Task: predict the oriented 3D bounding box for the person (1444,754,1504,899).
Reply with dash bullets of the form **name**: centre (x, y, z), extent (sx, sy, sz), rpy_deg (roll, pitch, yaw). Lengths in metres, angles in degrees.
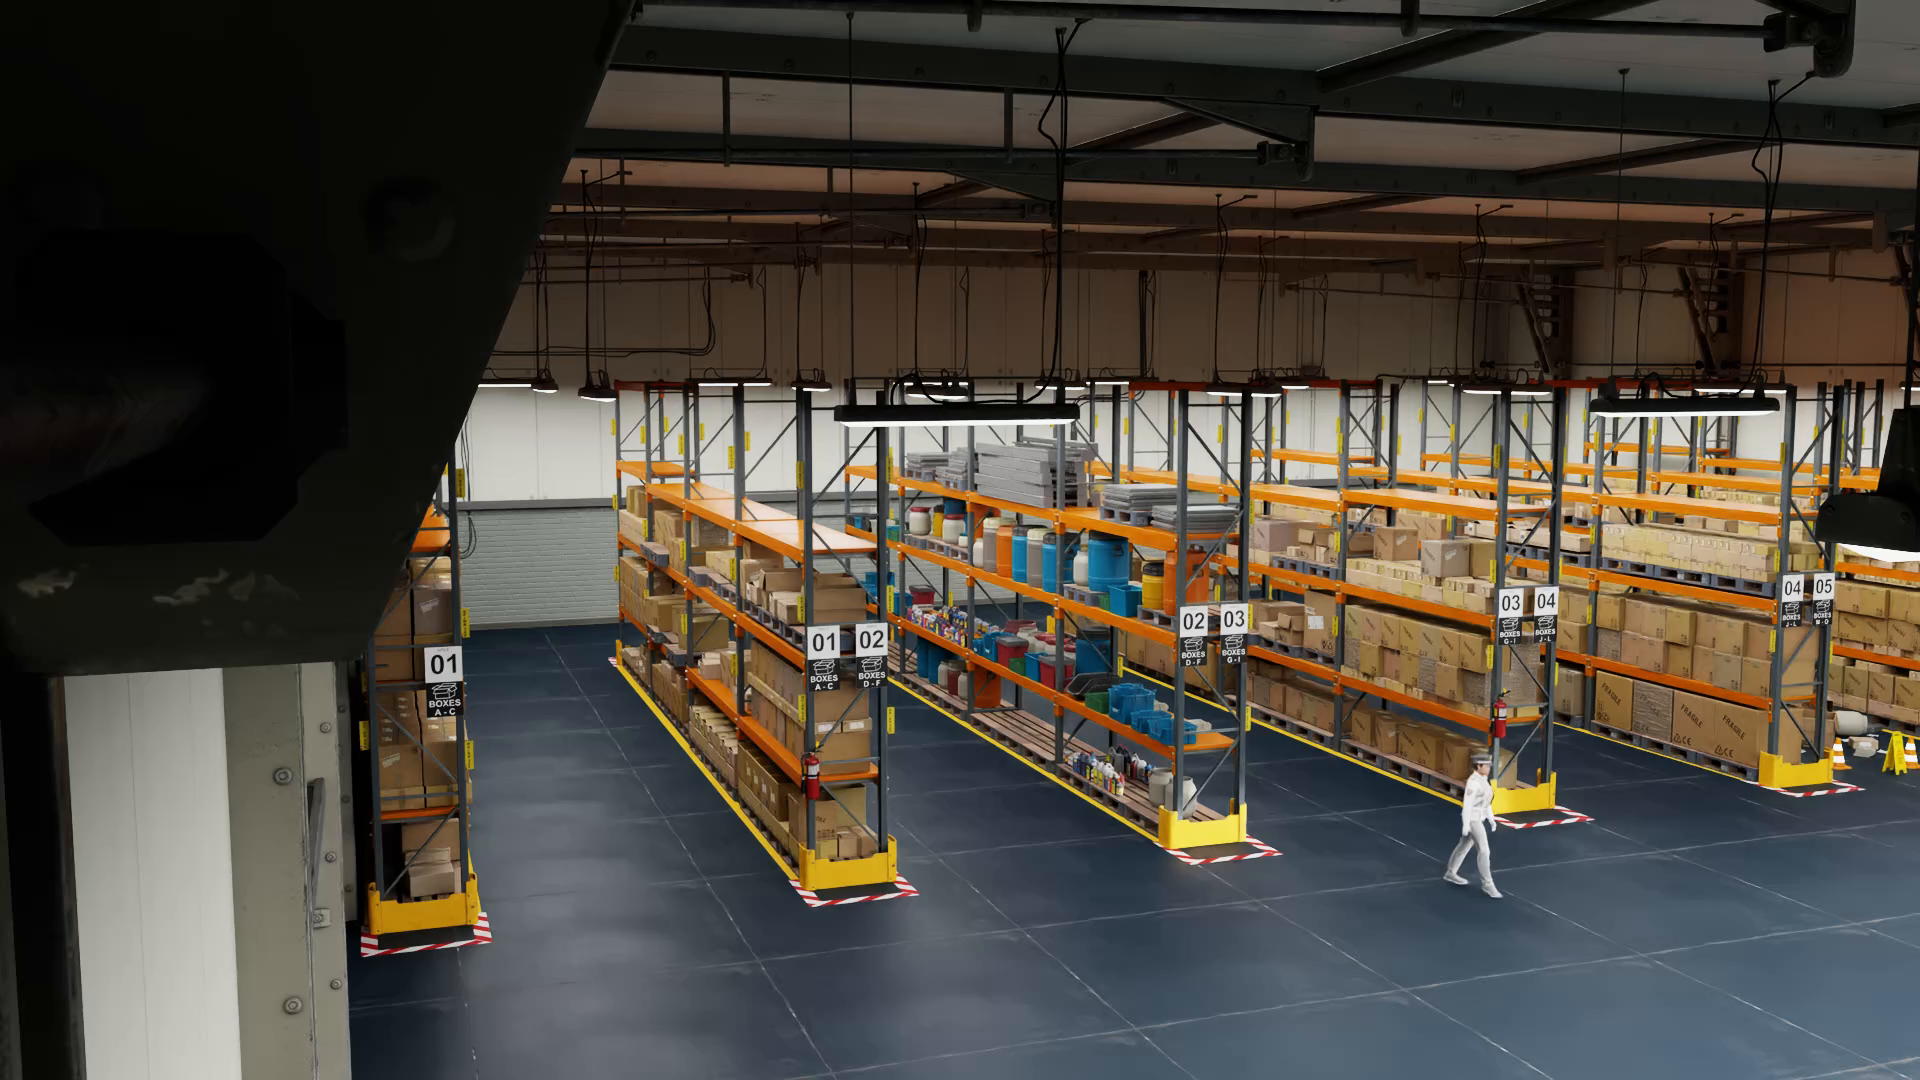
- **person**: centre (6.228, 3.408, 20.043), extent (0.747, 1.694, 0.510), rpy_deg (3, 7, 26)
